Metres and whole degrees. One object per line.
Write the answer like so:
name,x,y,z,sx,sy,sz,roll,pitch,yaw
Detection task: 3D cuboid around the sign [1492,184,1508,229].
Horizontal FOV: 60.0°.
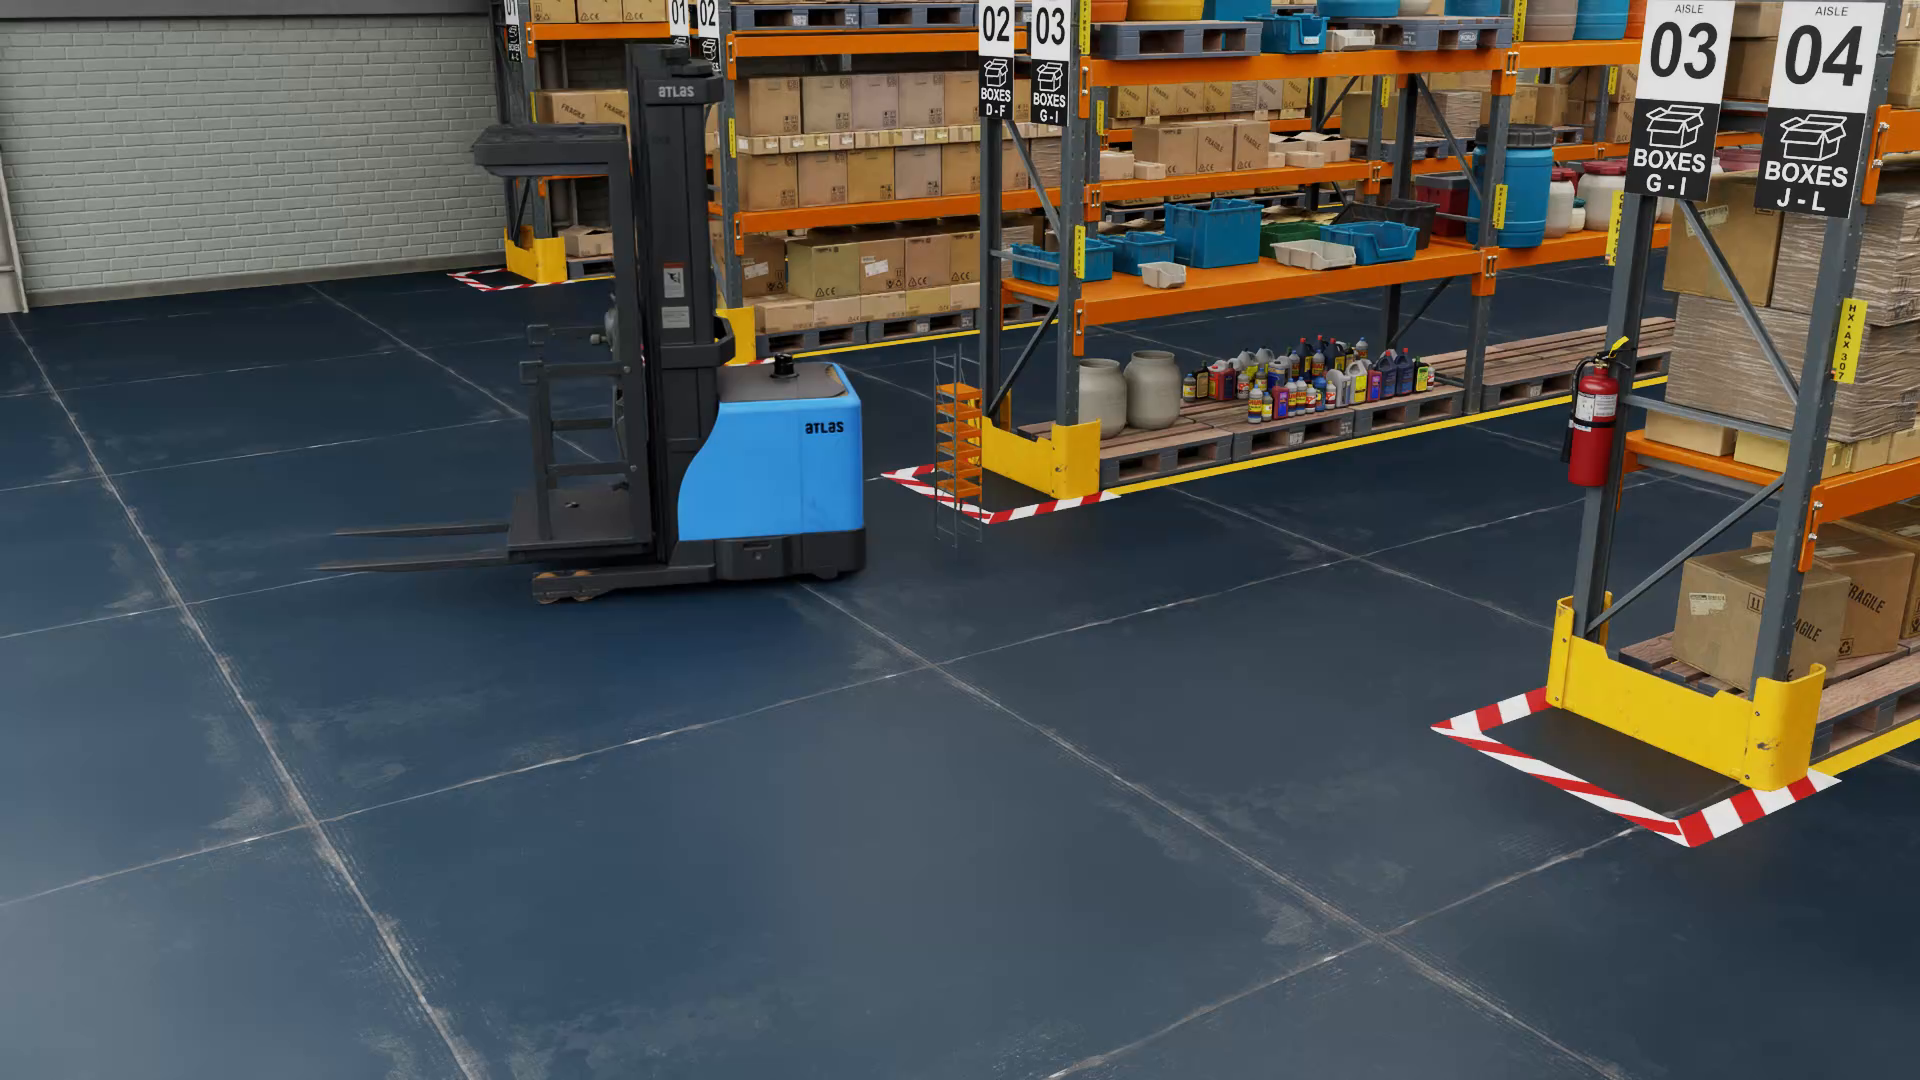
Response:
sign,4.092,-2.527,12.604,0.005,0.325,0.100,-12,22,-31

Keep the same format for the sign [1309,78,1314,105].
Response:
sign,4.112,-5.230,19.346,0.005,0.325,0.100,-12,22,-31

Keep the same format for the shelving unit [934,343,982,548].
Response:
shelving unit,-0.012,-0.566,10.045,0.189,1.200,0.258,-12,22,-31

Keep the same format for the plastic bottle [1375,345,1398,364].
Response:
plastic bottle,3.340,-1.347,12.994,0.185,0.351,0.144,-12,22,-31

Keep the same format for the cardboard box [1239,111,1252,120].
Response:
cardboard box,4.037,-6.187,24.224,0.250,0.149,0.380,-12,22,-31

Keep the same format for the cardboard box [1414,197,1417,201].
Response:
cardboard box,5.503,-3.918,20.367,0.500,0.500,0.500,-13,23,-33

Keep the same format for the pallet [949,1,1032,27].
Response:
pallet,0.380,-5.093,16.079,1.213,0.211,1.003,-12,22,-31

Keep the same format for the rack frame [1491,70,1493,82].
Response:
rack frame,8.372,-7.309,27.180,0.127,3.000,1.000,-12,22,-31

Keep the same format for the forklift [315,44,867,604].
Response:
forklift,-2.109,-1.221,9.279,3.031,2.935,1.130,-4,19,-11

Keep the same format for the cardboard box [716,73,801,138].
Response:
cardboard box,-1.822,-3.916,14.963,0.500,0.500,0.700,-12,22,-31

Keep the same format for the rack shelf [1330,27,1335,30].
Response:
rack shelf,2.748,-5.303,17.687,4.000,0.370,1.077,-12,22,-31

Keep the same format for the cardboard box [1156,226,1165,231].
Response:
cardboard box,2.413,-3.217,17.839,0.500,0.311,0.500,-13,22,-33

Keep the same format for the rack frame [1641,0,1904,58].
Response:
rack frame,3.182,-3.358,6.126,0.127,3.000,1.000,-12,22,-31

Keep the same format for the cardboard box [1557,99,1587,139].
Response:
cardboard box,8.036,-5.484,21.626,0.500,0.500,0.500,-11,22,-31

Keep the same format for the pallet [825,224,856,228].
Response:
pallet,-1.000,-4.012,21.781,1.213,0.211,1.003,-12,22,-31

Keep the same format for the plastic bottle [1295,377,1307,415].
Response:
plastic bottle,2.514,-1.070,12.301,0.097,0.271,0.097,0,19,0

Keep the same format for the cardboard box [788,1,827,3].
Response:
cardboard box,-1.938,-6.517,19.968,0.500,0.500,0.500,-11,22,-30

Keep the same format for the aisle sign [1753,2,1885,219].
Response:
aisle sign,3.296,-1.656,6.401,0.004,0.787,0.394,-12,22,-31

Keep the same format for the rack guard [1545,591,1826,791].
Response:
rack guard,3.246,0.655,7.527,0.348,0.500,1.175,-12,22,-31

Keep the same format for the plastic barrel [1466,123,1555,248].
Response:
plastic barrel,4.288,-2.770,12.971,0.708,0.901,0.600,-12,22,-31

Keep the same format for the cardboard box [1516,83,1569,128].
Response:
cardboard box,7.241,-5.502,21.025,0.700,0.500,0.500,14,23,35

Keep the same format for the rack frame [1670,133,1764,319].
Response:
rack frame,7.140,-3.250,15.173,0.127,3.000,1.000,-12,22,-31

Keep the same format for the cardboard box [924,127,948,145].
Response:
cardboard box,-0.313,-3.849,15.778,0.250,0.149,0.380,-11,22,-30

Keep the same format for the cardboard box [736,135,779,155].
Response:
cardboard box,-1.817,-3.532,14.840,0.250,0.149,0.380,-12,22,-32

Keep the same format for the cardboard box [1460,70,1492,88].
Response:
cardboard box,7.952,-7.358,26.858,0.700,0.700,0.980,-11,21,-29

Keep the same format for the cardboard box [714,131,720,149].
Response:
cardboard box,-2.049,-3.639,15.156,0.250,0.149,0.380,-12,22,-32

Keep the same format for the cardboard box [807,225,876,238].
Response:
cardboard box,-1.152,-2.772,16.227,0.500,0.500,0.500,-12,22,-31

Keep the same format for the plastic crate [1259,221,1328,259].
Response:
plastic crate,2.510,-2.281,12.639,0.662,0.188,0.450,-12,22,-31

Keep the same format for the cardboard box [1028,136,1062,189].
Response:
cardboard box,0.711,-3.838,16.758,0.500,0.500,0.700,-13,22,-33

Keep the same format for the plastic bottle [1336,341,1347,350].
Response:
plastic bottle,3.037,-1.460,13.446,0.135,0.276,0.152,-11,22,-29

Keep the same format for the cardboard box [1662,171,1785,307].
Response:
cardboard box,3.506,-1.341,7.345,0.500,0.500,0.500,-12,22,-31

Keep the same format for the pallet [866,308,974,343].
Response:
pallet,-0.629,-2.205,16.436,1.213,0.211,1.003,-12,22,-31

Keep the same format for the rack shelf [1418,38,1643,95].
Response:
rack shelf,5.469,-3.978,13.766,4.000,0.370,1.077,-12,22,-31

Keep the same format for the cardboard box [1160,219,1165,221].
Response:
cardboard box,2.529,-3.449,18.525,0.500,0.311,0.500,-12,22,-32

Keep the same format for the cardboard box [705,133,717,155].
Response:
cardboard box,-3.130,-4.702,19.672,0.500,0.250,0.500,-12,22,-31

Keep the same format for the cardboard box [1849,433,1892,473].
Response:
cardboard box,3.771,-0.422,7.202,0.250,0.149,0.380,-12,22,-31

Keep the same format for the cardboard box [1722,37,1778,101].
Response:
cardboard box,3.445,-2.019,7.082,0.500,0.250,0.500,-11,22,-30

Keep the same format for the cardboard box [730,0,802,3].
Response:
cardboard box,-1.781,-5.001,14.636,0.637,0.503,0.797,-10,21,-28

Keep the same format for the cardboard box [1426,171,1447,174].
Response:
cardboard box,7.425,-6.085,26.808,0.500,0.500,0.700,-12,22,-32

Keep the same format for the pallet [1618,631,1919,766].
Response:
pallet,3.944,0.658,7.968,1.213,0.211,1.003,-12,22,-31

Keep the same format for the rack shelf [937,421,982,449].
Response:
rack shelf,-0.012,-0.637,10.021,0.180,0.103,0.258,-12,22,-31

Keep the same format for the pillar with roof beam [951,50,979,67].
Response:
pillar with roof beam,2.497,-7.592,18.652,0.400,9.000,9.100,-12,22,-31

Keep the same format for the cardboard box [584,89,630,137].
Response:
cardboard box,-4.008,-4.872,19.005,0.500,0.500,0.500,-12,22,-31

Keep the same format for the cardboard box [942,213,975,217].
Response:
cardboard box,-0.192,-4.537,22.197,0.500,0.500,0.700,-12,22,-31

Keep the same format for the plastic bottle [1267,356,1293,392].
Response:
plastic bottle,2.486,-1.289,12.939,0.135,0.276,0.152,-12,22,-31

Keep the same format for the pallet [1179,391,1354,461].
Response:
pallet,2.195,-0.901,12.579,1.213,0.211,1.003,-12,22,-31

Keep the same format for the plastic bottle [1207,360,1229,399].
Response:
plastic bottle,1.977,-1.236,12.784,0.135,0.276,0.152,-12,22,-31

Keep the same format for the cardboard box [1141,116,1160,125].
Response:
cardboard box,2.577,-5.852,23.233,0.250,0.149,0.380,-11,22,-30

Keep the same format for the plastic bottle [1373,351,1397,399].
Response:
plastic bottle,3.259,-1.274,12.780,0.185,0.351,0.144,-13,23,-34

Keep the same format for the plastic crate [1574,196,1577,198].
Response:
plastic crate,5.098,-2.827,14.254,0.662,0.188,0.450,-12,22,-31

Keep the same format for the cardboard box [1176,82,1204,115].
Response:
cardboard box,3.095,-6.291,23.519,0.500,0.500,0.500,-12,22,-32

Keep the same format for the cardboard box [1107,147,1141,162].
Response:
cardboard box,1.711,-4.011,17.635,0.258,0.266,0.396,-13,22,-33

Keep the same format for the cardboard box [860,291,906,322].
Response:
cardboard box,-0.859,-2.274,15.926,0.500,0.250,0.500,-12,22,-31

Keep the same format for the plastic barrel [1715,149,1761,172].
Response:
plastic barrel,6.919,-3.151,14.670,0.708,0.536,0.600,-12,22,-31
